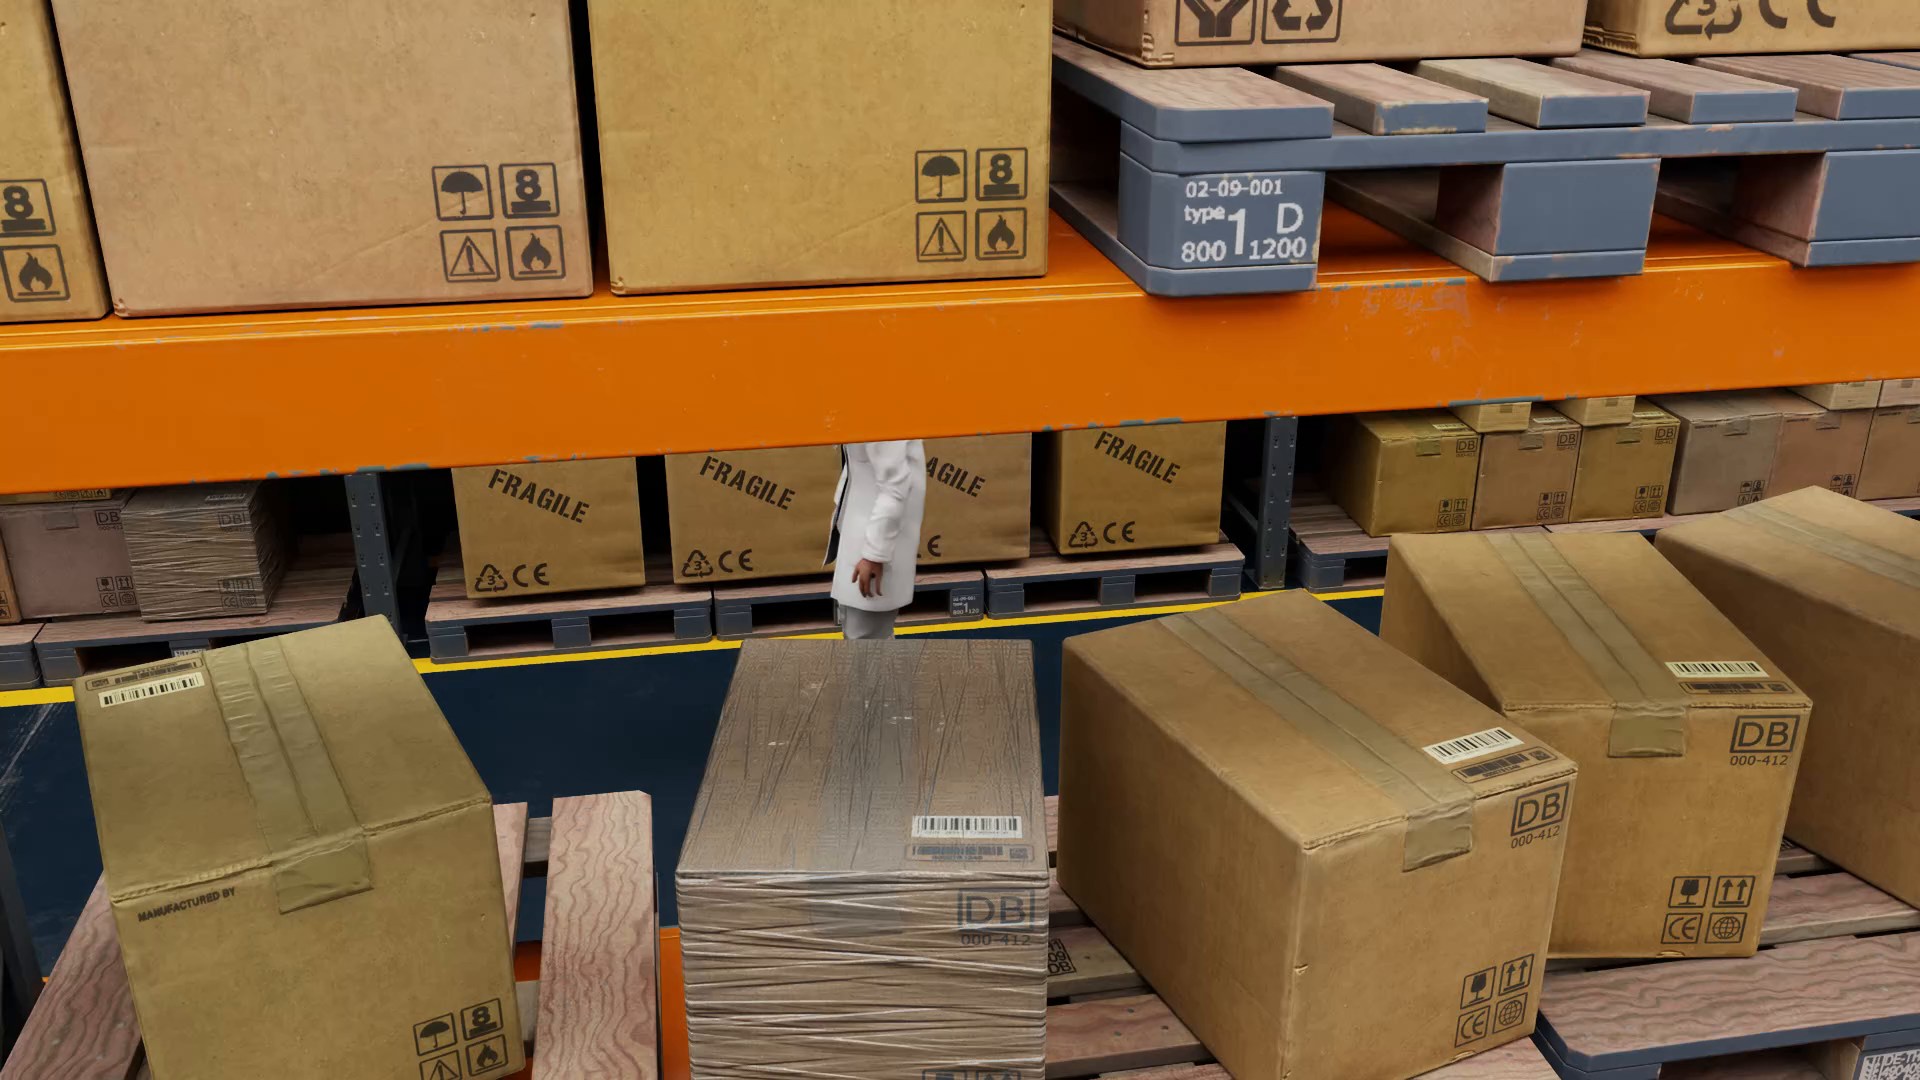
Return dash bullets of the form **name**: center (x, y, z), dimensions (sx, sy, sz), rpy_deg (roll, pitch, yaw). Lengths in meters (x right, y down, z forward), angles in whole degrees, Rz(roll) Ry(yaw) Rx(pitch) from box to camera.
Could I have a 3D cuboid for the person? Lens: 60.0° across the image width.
- **person**: center (-0.339, -0.027, 6.178), dimensions (0.416, 1.774, 0.656), rpy_deg (-5, 24, -11)
